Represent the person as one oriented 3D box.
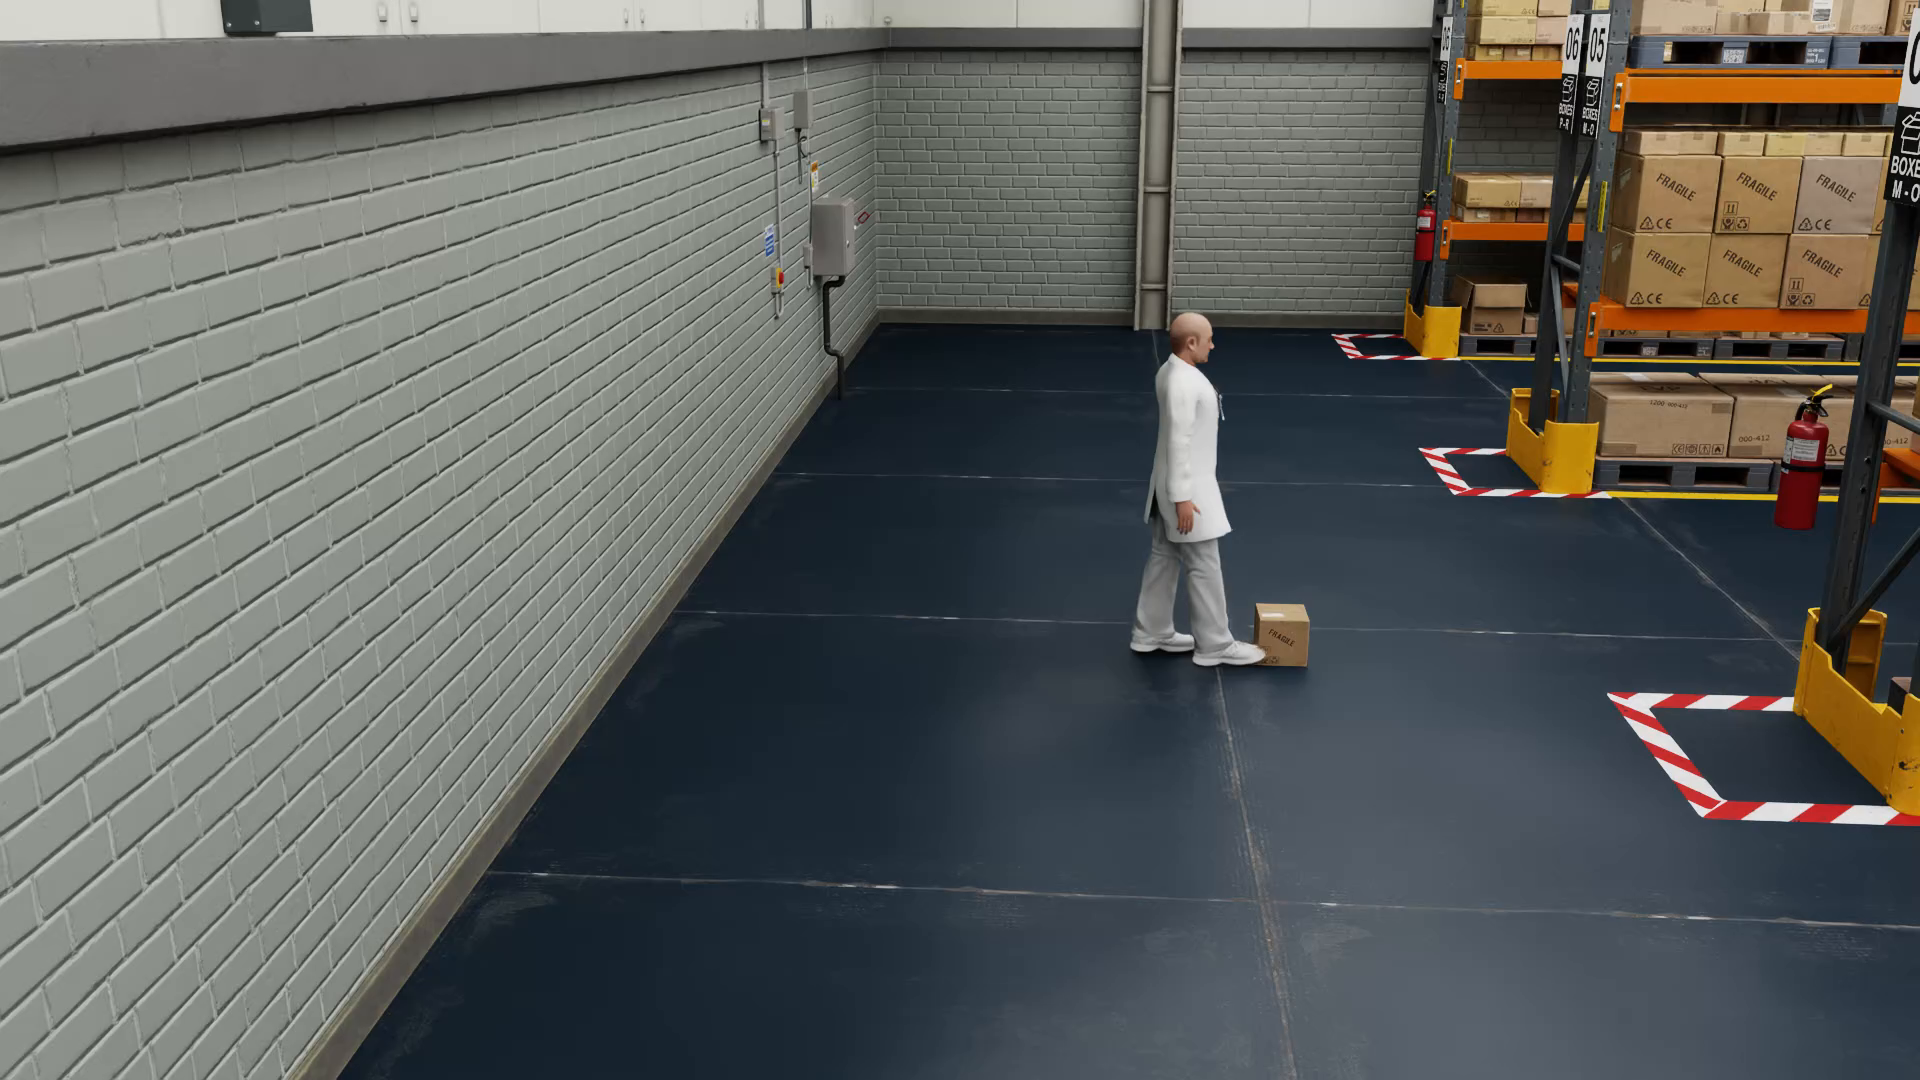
[{"bbox_3d":[1.192,-0.262,8.379,0.636,1.779,0.619,-1,17,-2],"label":"person"}]
